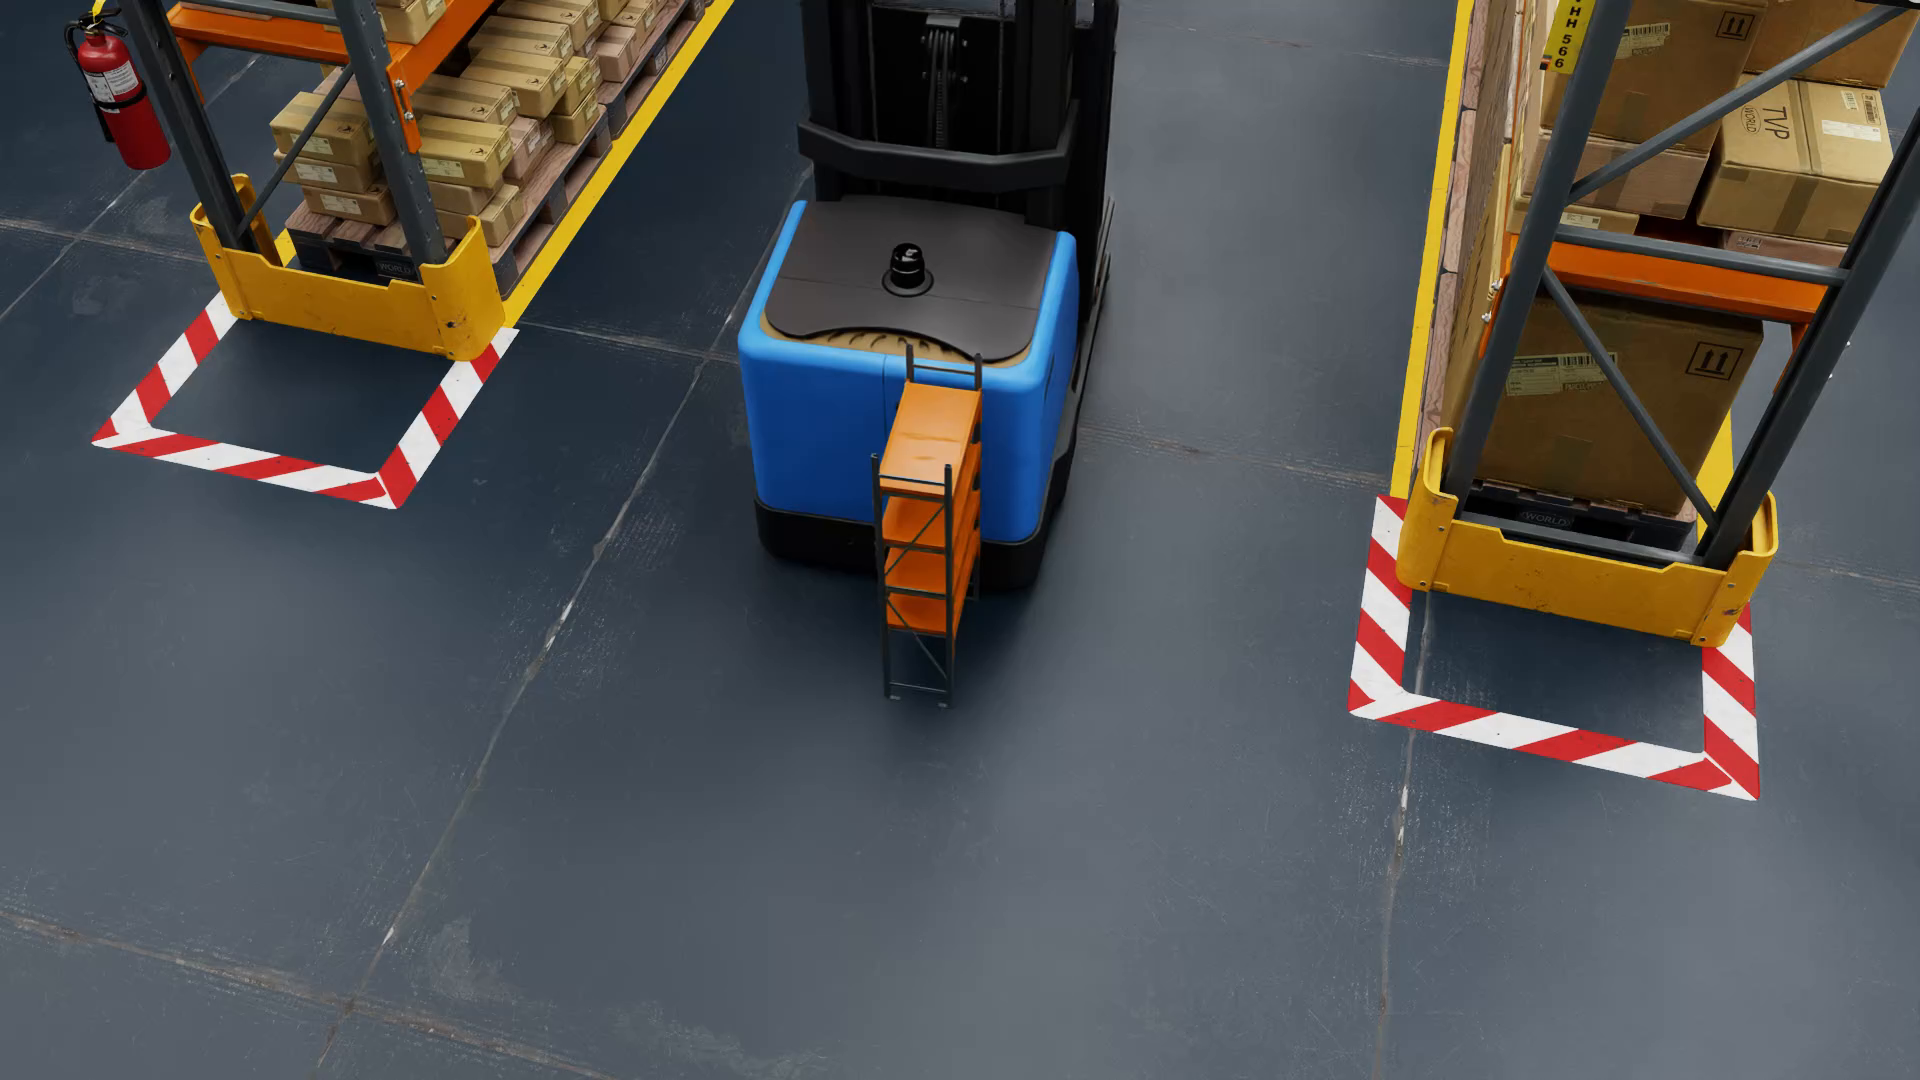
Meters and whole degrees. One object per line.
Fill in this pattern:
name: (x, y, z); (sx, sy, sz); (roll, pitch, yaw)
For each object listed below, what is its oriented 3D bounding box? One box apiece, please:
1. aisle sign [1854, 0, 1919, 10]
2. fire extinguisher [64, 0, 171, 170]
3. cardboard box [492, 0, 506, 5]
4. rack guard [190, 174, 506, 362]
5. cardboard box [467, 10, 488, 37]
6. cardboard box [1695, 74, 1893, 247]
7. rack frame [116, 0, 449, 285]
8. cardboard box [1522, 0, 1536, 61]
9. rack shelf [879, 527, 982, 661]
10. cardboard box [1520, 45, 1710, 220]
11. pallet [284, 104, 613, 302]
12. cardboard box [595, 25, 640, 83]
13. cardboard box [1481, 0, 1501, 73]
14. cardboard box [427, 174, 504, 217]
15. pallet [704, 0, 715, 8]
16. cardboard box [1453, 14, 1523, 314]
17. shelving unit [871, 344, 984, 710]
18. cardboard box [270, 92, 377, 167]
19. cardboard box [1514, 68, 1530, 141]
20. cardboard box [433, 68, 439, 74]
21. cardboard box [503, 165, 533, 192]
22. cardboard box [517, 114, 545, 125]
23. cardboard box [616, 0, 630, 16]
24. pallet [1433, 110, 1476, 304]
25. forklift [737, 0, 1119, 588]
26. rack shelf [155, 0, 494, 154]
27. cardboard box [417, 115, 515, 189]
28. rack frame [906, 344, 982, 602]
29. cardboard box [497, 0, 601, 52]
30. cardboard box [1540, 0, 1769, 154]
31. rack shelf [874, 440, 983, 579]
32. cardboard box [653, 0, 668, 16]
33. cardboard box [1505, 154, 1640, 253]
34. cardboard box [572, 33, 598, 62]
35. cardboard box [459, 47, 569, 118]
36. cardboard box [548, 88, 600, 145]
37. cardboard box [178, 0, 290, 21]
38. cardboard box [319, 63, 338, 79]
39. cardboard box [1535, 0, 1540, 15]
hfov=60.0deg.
aisle sign: (2.479, -1.603, 3.930); (0.394, 0.787, 0.004); (12, 50, 10)
fire extinguisher: (-3.061, -1.665, 6.019); (0.296, 0.674, 0.183); (12, 50, 10)
cardboard box: (-2.265, -2.662, 7.824); (0.380, 0.149, 0.250); (10, 49, 9)
rack guard: (-2.530, -1.133, 6.917); (1.175, 0.500, 0.348); (12, 50, 10)
cardboard box: (-2.427, -2.391, 7.782); (0.380, 0.149, 0.250); (12, 50, 11)
cardboard box: (2.595, -1.196, 5.207); (0.500, 0.250, 0.500); (10, 49, 9)
rack frame: (-2.550, -1.905, 5.931); (1.000, 3.000, 0.127); (12, 50, 10)
cardboard box: (2.252, -1.832, 6.034); (0.380, 0.149, 0.250); (11, 49, 9)
rack shelf: (-0.096, 0.161, 5.662); (0.258, 0.148, 0.480); (8, 49, 7)
cardboard box: (2.080, -1.305, 5.303); (0.500, 0.250, 0.500); (11, 49, 9)
pallet: (-2.282, -1.618, 7.537); (1.003, 0.211, 1.213); (12, 50, 10)
cardboard box: (-1.757, -2.333, 7.930); (0.380, 0.149, 0.250); (9, 49, 8)
cardboard box: (3.011, -2.721, 7.788); (0.875, 0.875, 0.875); (12, 50, 10)
cardboard box: (-2.164, -1.528, 7.021); (0.380, 0.149, 0.250); (13, 50, 12)
pallet: (-1.640, -3.383, 9.095); (1.003, 0.211, 1.213); (12, 50, 10)
cardboard box: (2.539, -1.426, 6.645); (0.875, 0.875, 0.875); (12, 50, 10)
shelving unit: (-0.096, -0.015, 5.463); (0.258, 1.200, 0.503); (8, 49, 7)
cardboard box: (-2.655, -1.731, 7.001); (0.380, 0.149, 0.250); (12, 50, 10)
cardboard box: (2.119, -1.464, 5.709); (0.380, 0.149, 0.250); (12, 50, 10)
cardboard box: (-2.551, -2.014, 7.450); (0.380, 0.149, 0.250); (10, 49, 8)
cardboard box: (-2.113, -1.622, 7.303); (0.380, 0.149, 0.250); (11, 50, 10)
cardboard box: (-2.059, -1.909, 7.357); (0.380, 0.149, 0.250); (12, 50, 11)
cardboard box: (-1.796, -2.682, 8.039); (0.380, 0.149, 0.250); (14, 50, 12)
pallet: (2.667, -1.404, 7.349); (1.003, 0.211, 1.213); (12, 50, 10)
forklift: (0.037, -1.923, 5.992); (1.130, 2.935, 3.031); (8, 49, 7)
rack shelf: (-2.023, -3.114, 7.478); (1.077, 0.370, 4.000); (12, 50, 10)
cardboard box: (-2.084, -1.610, 6.895); (0.380, 0.149, 0.250); (10, 49, 8)
rack frame: (-0.050, -0.194, 5.621); (0.240, 1.200, 0.015); (8, 49, 7)
cardboard box: (-1.870, -2.384, 7.578); (0.380, 0.149, 0.250); (13, 50, 12)
cardboard box: (2.083, -1.555, 5.023); (0.500, 0.500, 0.500); (12, 50, 10)
rack shelf: (-0.096, -0.118, 5.345); (0.258, 0.148, 0.480); (8, 49, 7)
cardboard box: (-1.677, -2.719, 8.271); (0.380, 0.149, 0.250); (12, 50, 11)
cardboard box: (1.985, -1.093, 5.382); (0.380, 0.149, 0.250); (12, 50, 11)
cardboard box: (-1.908, -2.284, 7.688); (0.380, 0.149, 0.250); (9, 49, 8)
cardboard box: (-1.938, -1.990, 7.230); (0.380, 0.149, 0.250); (11, 50, 10)
cardboard box: (-1.881, -1.967, 7.606); (0.380, 0.149, 0.250); (12, 50, 10)
cardboard box: (-2.737, -2.114, 6.283); (0.380, 0.149, 0.250); (12, 50, 10)
cardboard box: (-2.588, -2.114, 7.339); (0.380, 0.149, 0.250); (11, 49, 9)
cardboard box: (2.348, -2.040, 5.952); (0.500, 0.250, 0.500); (10, 49, 9)
